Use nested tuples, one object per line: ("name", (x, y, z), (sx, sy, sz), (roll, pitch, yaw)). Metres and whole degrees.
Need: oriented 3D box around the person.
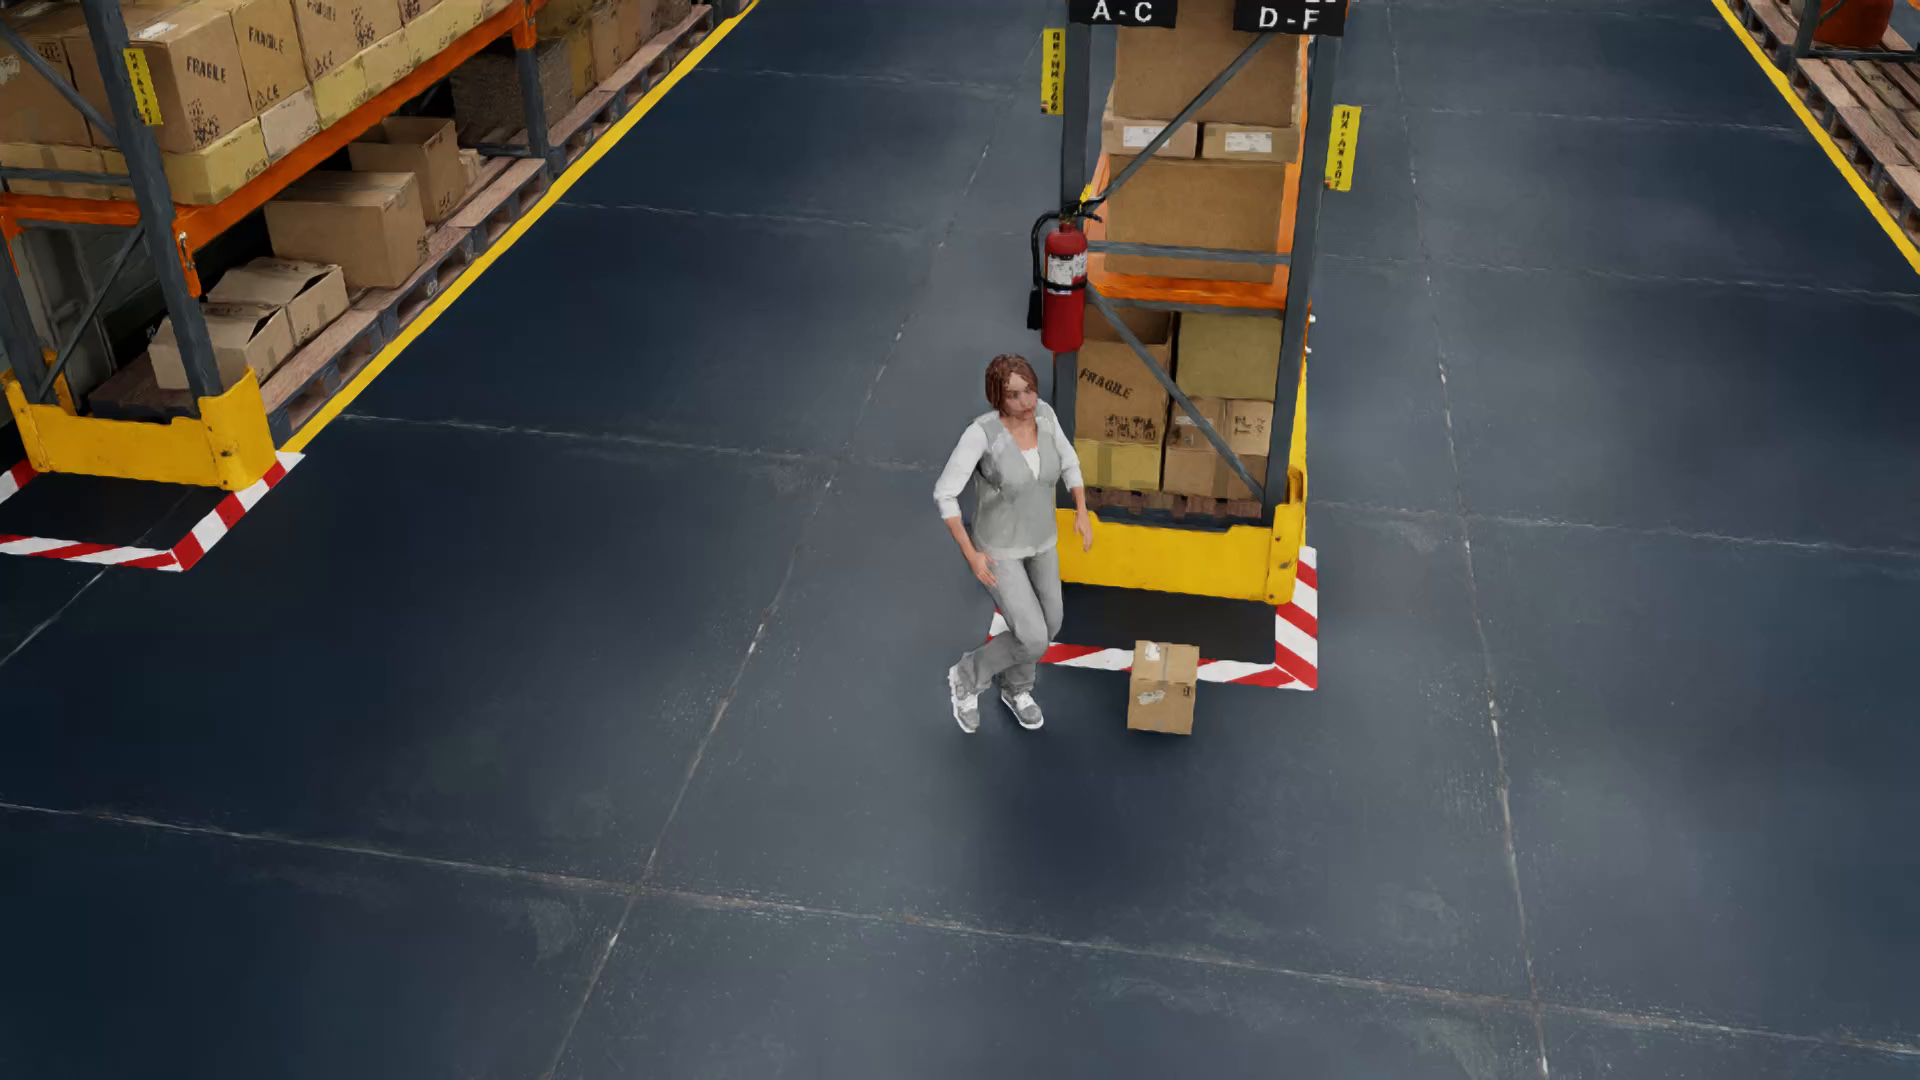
("person", (0.247, 0.037, 6.125), (0.579, 1.565, 0.436), (-28, 42, -36))
